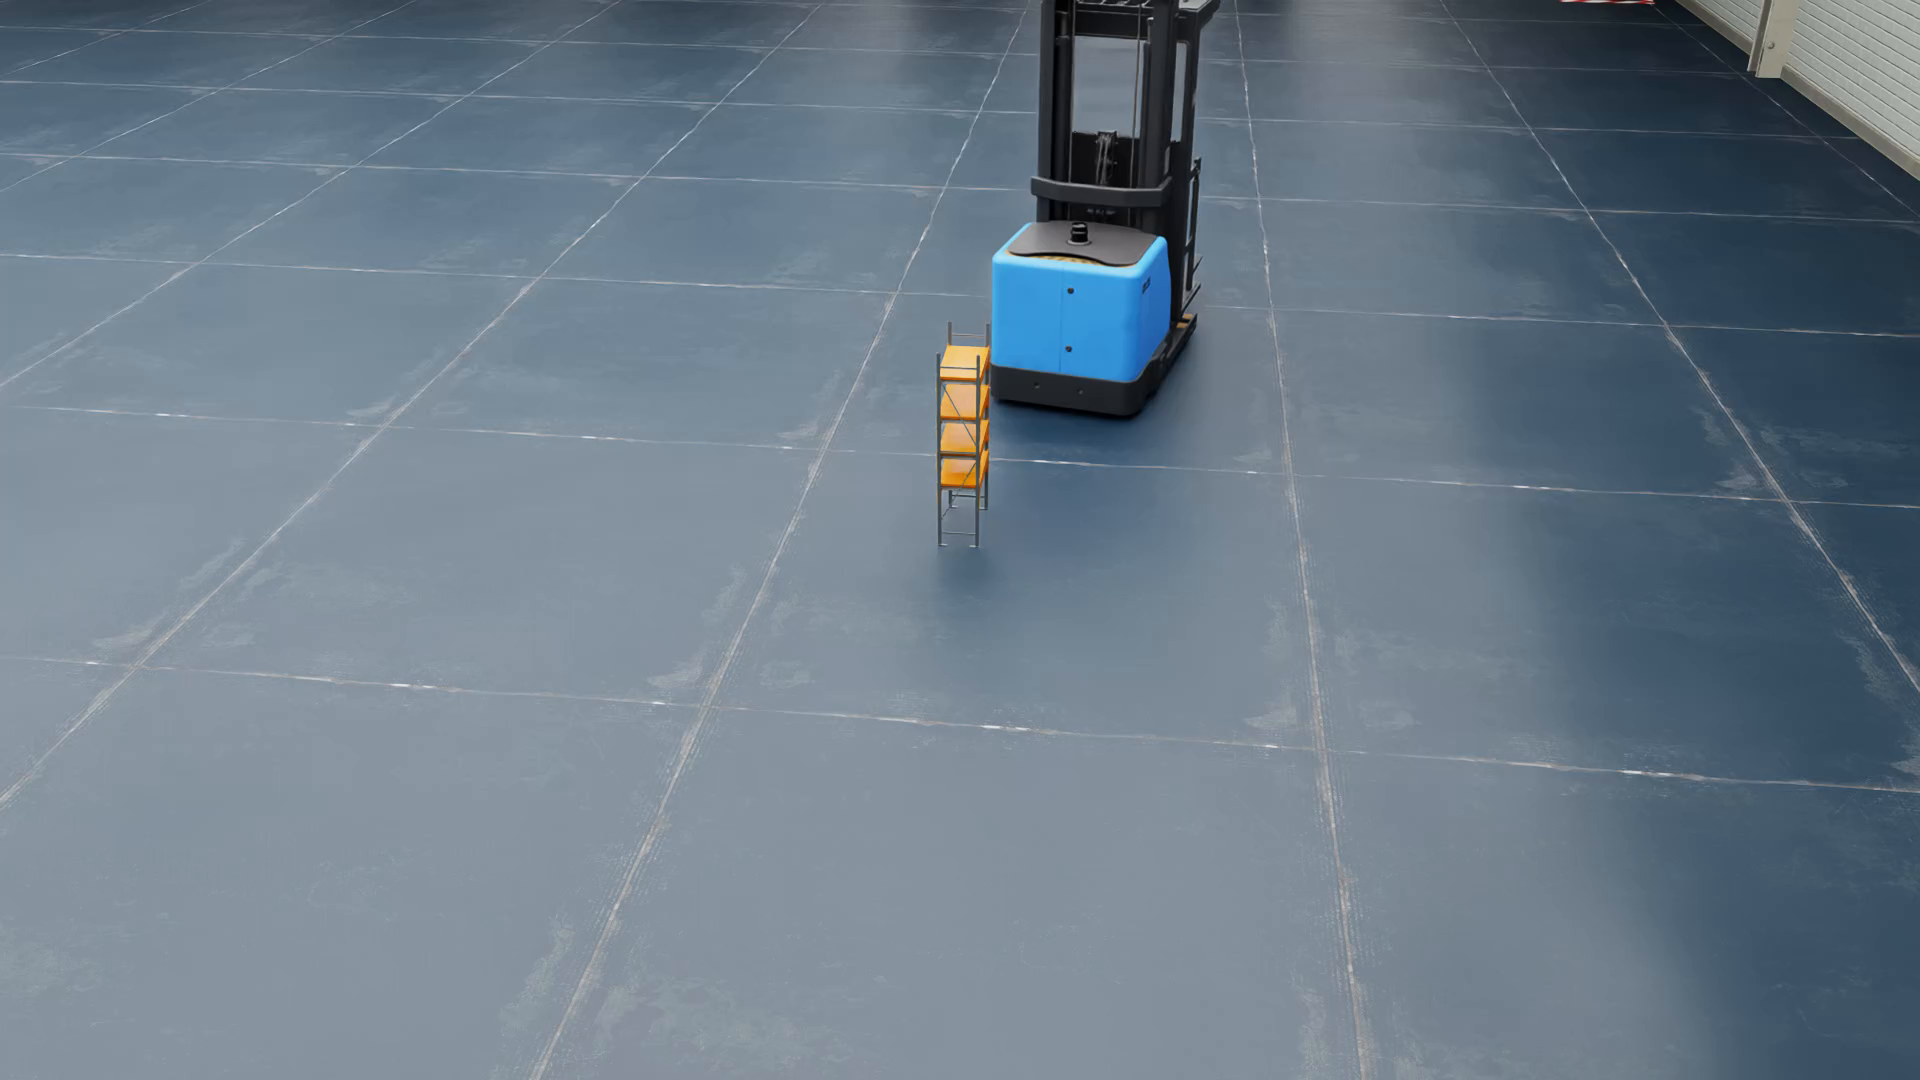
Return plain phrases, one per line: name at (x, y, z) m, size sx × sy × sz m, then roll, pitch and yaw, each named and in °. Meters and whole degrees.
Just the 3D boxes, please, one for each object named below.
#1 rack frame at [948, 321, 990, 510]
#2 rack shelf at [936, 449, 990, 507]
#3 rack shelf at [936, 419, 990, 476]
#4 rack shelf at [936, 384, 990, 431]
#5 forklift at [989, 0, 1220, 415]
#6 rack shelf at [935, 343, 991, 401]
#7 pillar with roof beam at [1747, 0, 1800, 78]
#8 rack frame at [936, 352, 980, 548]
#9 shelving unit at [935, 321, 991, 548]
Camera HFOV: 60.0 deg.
rack frame at (0.050, -0.721, 9.823) m, size 0.240 × 1.200 × 0.015 m, roll 3°, pitch 28°, yaw 6°
rack shelf at (0.020, -0.372, 9.736) m, size 0.258 × 0.148 × 0.480 m, roll 3°, pitch 28°, yaw 6°
rack shelf at (0.020, -0.547, 9.642) m, size 0.258 × 0.148 × 0.480 m, roll 3°, pitch 28°, yaw 6°
rack shelf at (0.020, -0.744, 9.536) m, size 0.258 × 0.148 × 0.480 m, roll 3°, pitch 28°, yaw 6°
forklift at (1.163, -2.808, 11.873) m, size 1.130 × 2.935 × 3.031 m, roll 9°, pitch 30°, yaw 17°
rack shelf at (0.020, -0.952, 9.424) m, size 0.258 × 0.148 × 0.480 m, roll 3°, pitch 28°, yaw 6°
pillar with roof beam at (5.564, -9.908, 18.653) m, size 9.100 × 9.000 × 0.400 m, roll 3°, pitch 28°, yaw 6°
rack frame at (-0.010, -0.491, 9.397) m, size 0.240 × 1.200 × 0.015 m, roll 3°, pitch 28°, yaw 6°
shelving unit at (0.020, -0.606, 9.610) m, size 0.258 × 1.200 × 0.503 m, roll 3°, pitch 28°, yaw 6°
